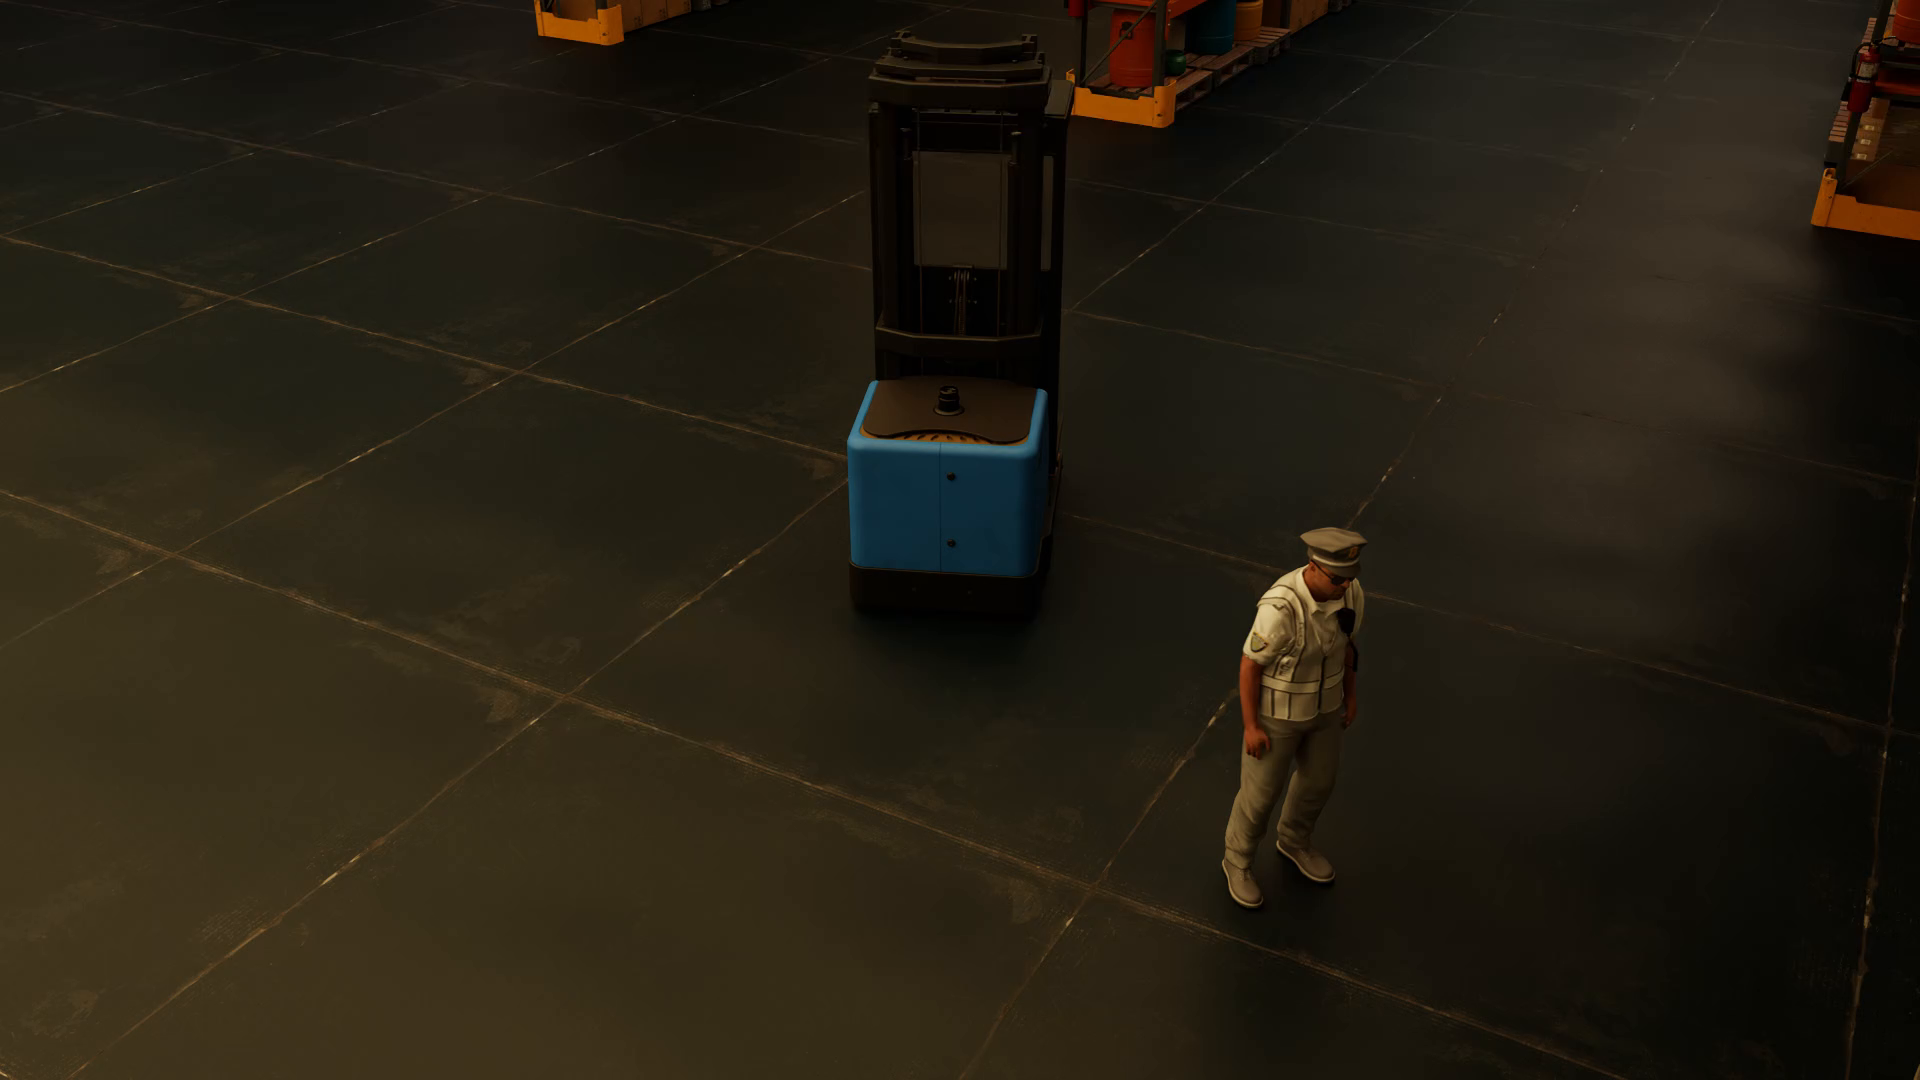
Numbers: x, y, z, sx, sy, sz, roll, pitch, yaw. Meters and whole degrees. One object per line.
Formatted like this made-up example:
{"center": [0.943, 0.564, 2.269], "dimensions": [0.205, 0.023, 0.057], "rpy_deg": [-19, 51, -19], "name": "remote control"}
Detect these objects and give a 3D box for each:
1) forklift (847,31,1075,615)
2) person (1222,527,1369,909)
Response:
{"center": [0.072, -1.572, 9.794], "dimensions": [1.130, 2.935, 3.031], "rpy_deg": [3, 30, 6], "name": "forklift"}
{"center": [1.416, 0.703, 7.032], "dimensions": [0.607, 1.750, 0.437], "rpy_deg": [-14, 33, -23], "name": "person"}
